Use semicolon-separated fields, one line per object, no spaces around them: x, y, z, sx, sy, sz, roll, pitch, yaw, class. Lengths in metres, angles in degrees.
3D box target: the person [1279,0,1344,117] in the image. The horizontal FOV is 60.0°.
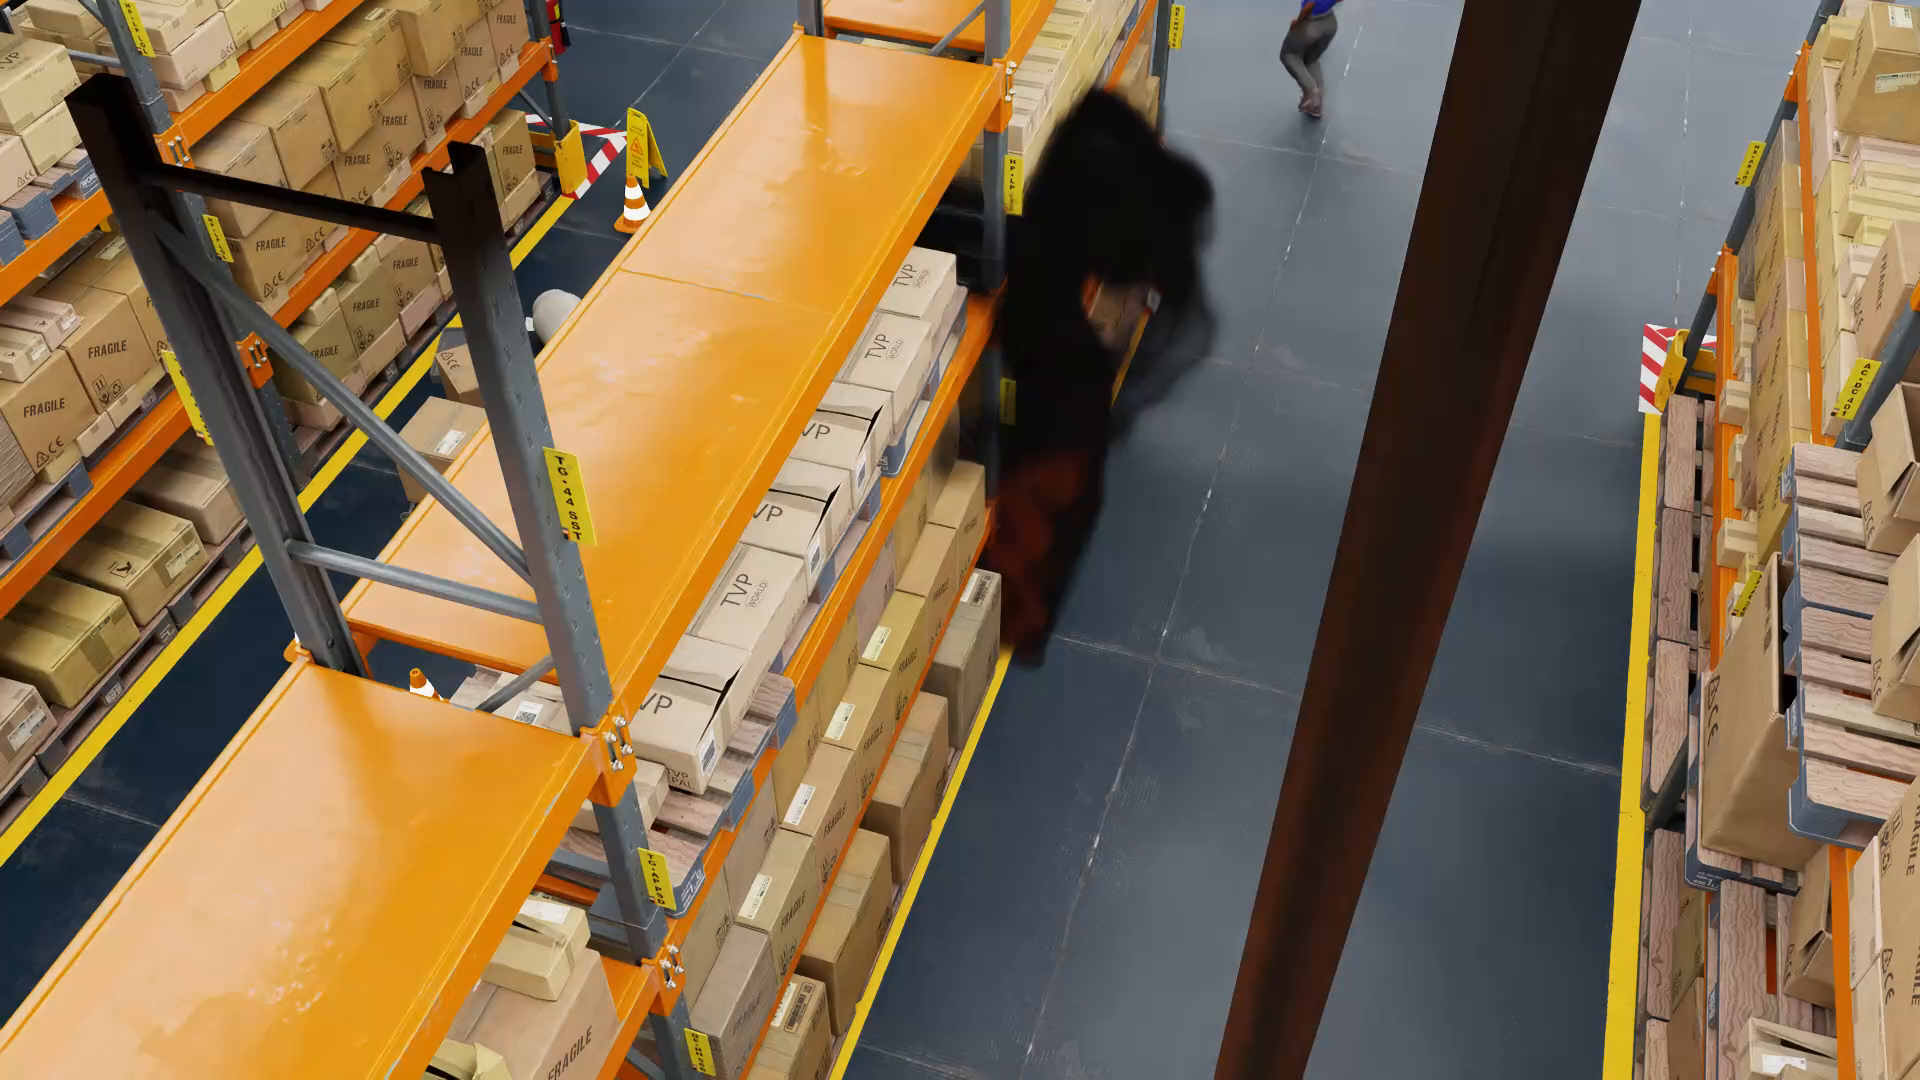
3.034;-4.437;14.353;0.577;1.622;0.559;-22;49;-20;person
